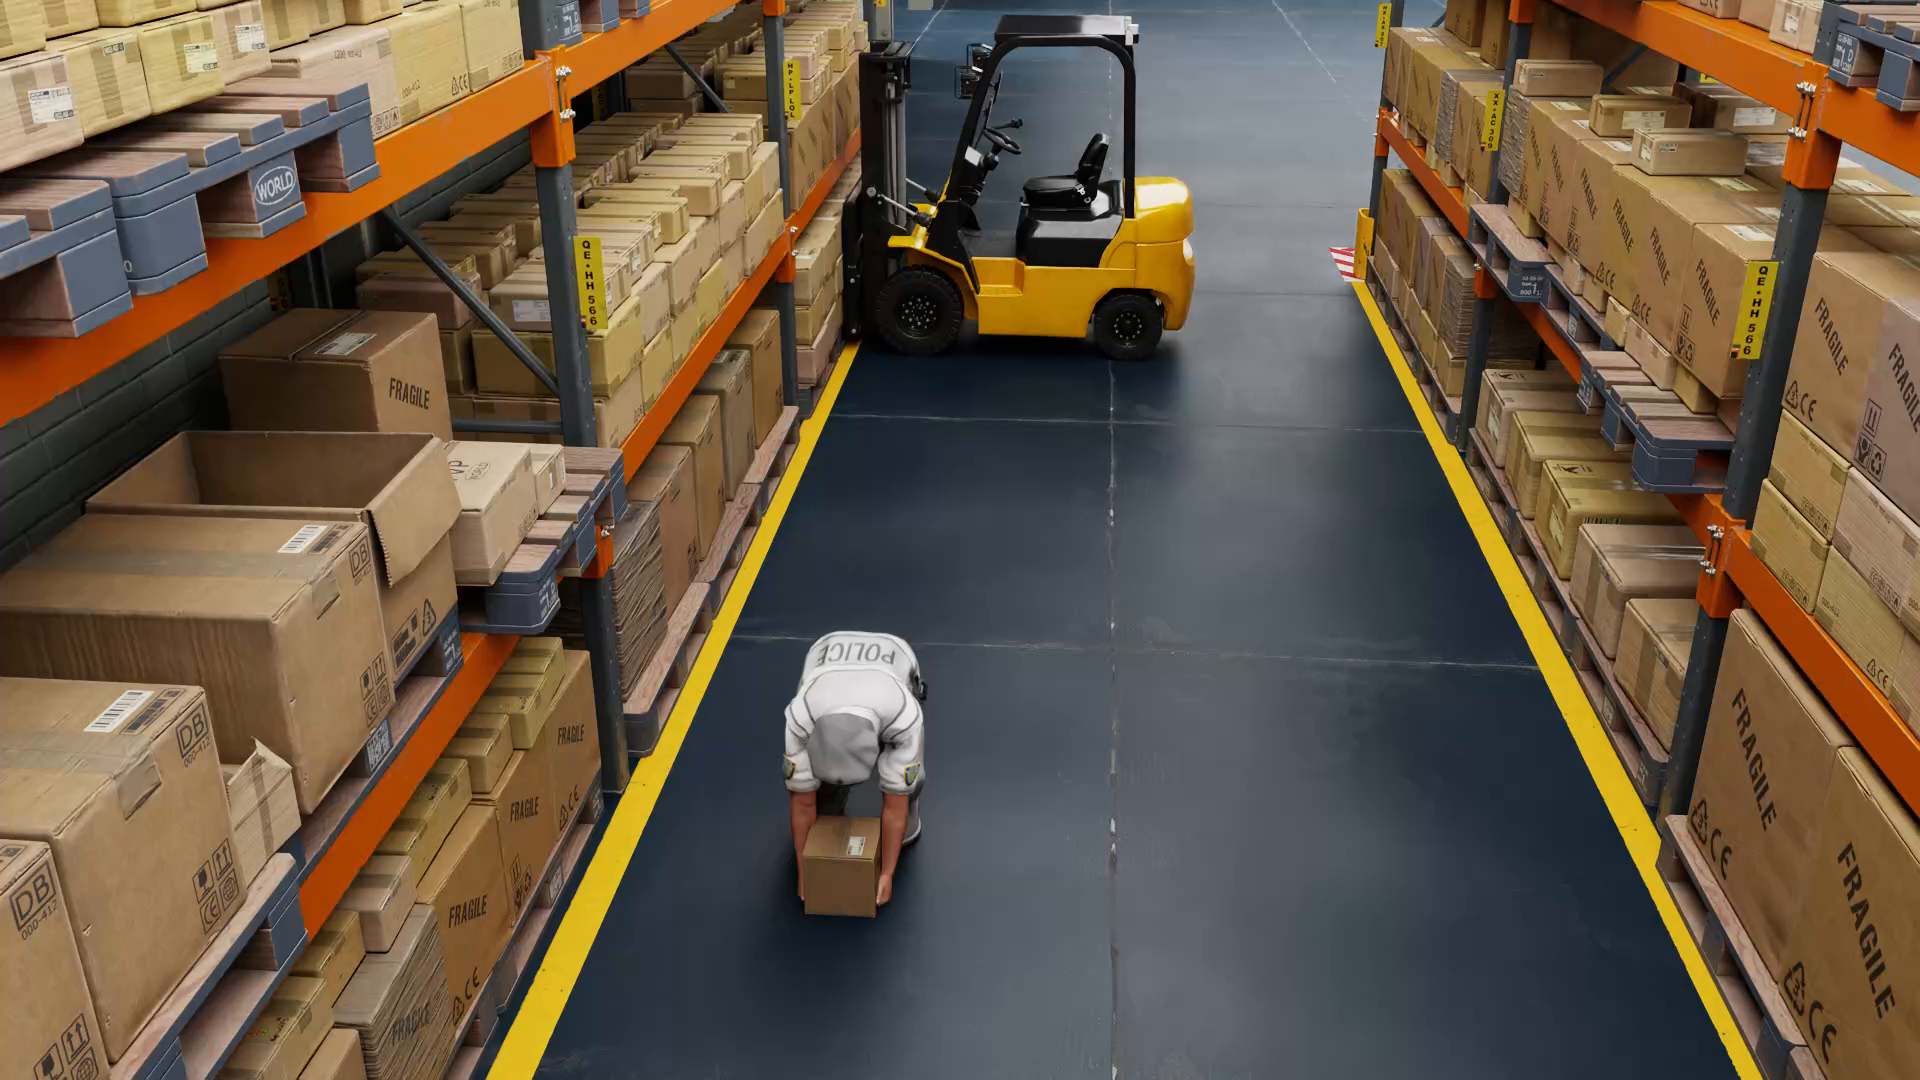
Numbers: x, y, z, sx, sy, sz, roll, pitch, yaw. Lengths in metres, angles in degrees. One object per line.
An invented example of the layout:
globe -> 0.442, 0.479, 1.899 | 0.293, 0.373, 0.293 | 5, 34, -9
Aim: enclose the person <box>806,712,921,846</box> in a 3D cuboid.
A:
person -> -0.394, 0.821, 5.947 | 0.449, 0.803, 0.858 | 3, 25, 6
